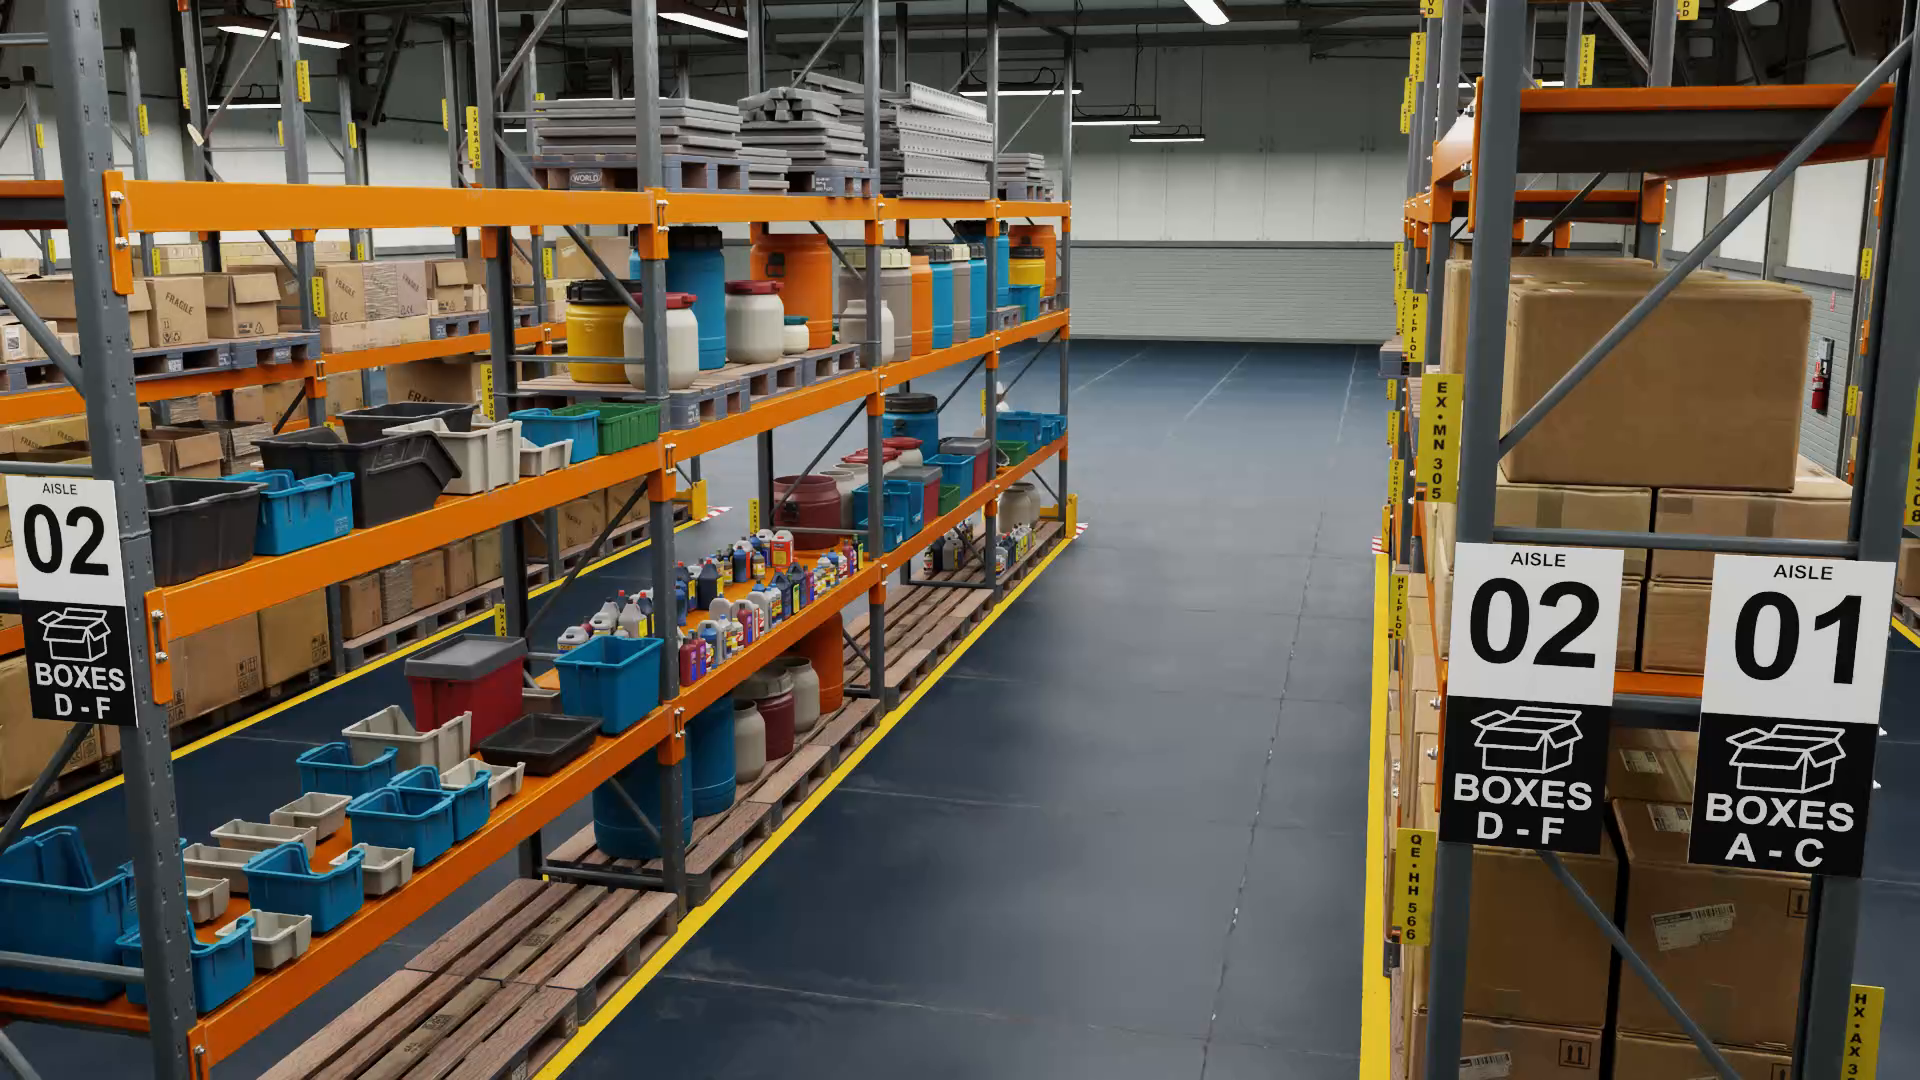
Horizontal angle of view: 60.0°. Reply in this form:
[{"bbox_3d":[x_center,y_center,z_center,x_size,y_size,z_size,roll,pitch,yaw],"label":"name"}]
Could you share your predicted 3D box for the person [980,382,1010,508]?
[{"bbox_3d":[0.373,-1.235,22.241,0.787,1.774,0.596,2,11,10],"label":"person"}]
